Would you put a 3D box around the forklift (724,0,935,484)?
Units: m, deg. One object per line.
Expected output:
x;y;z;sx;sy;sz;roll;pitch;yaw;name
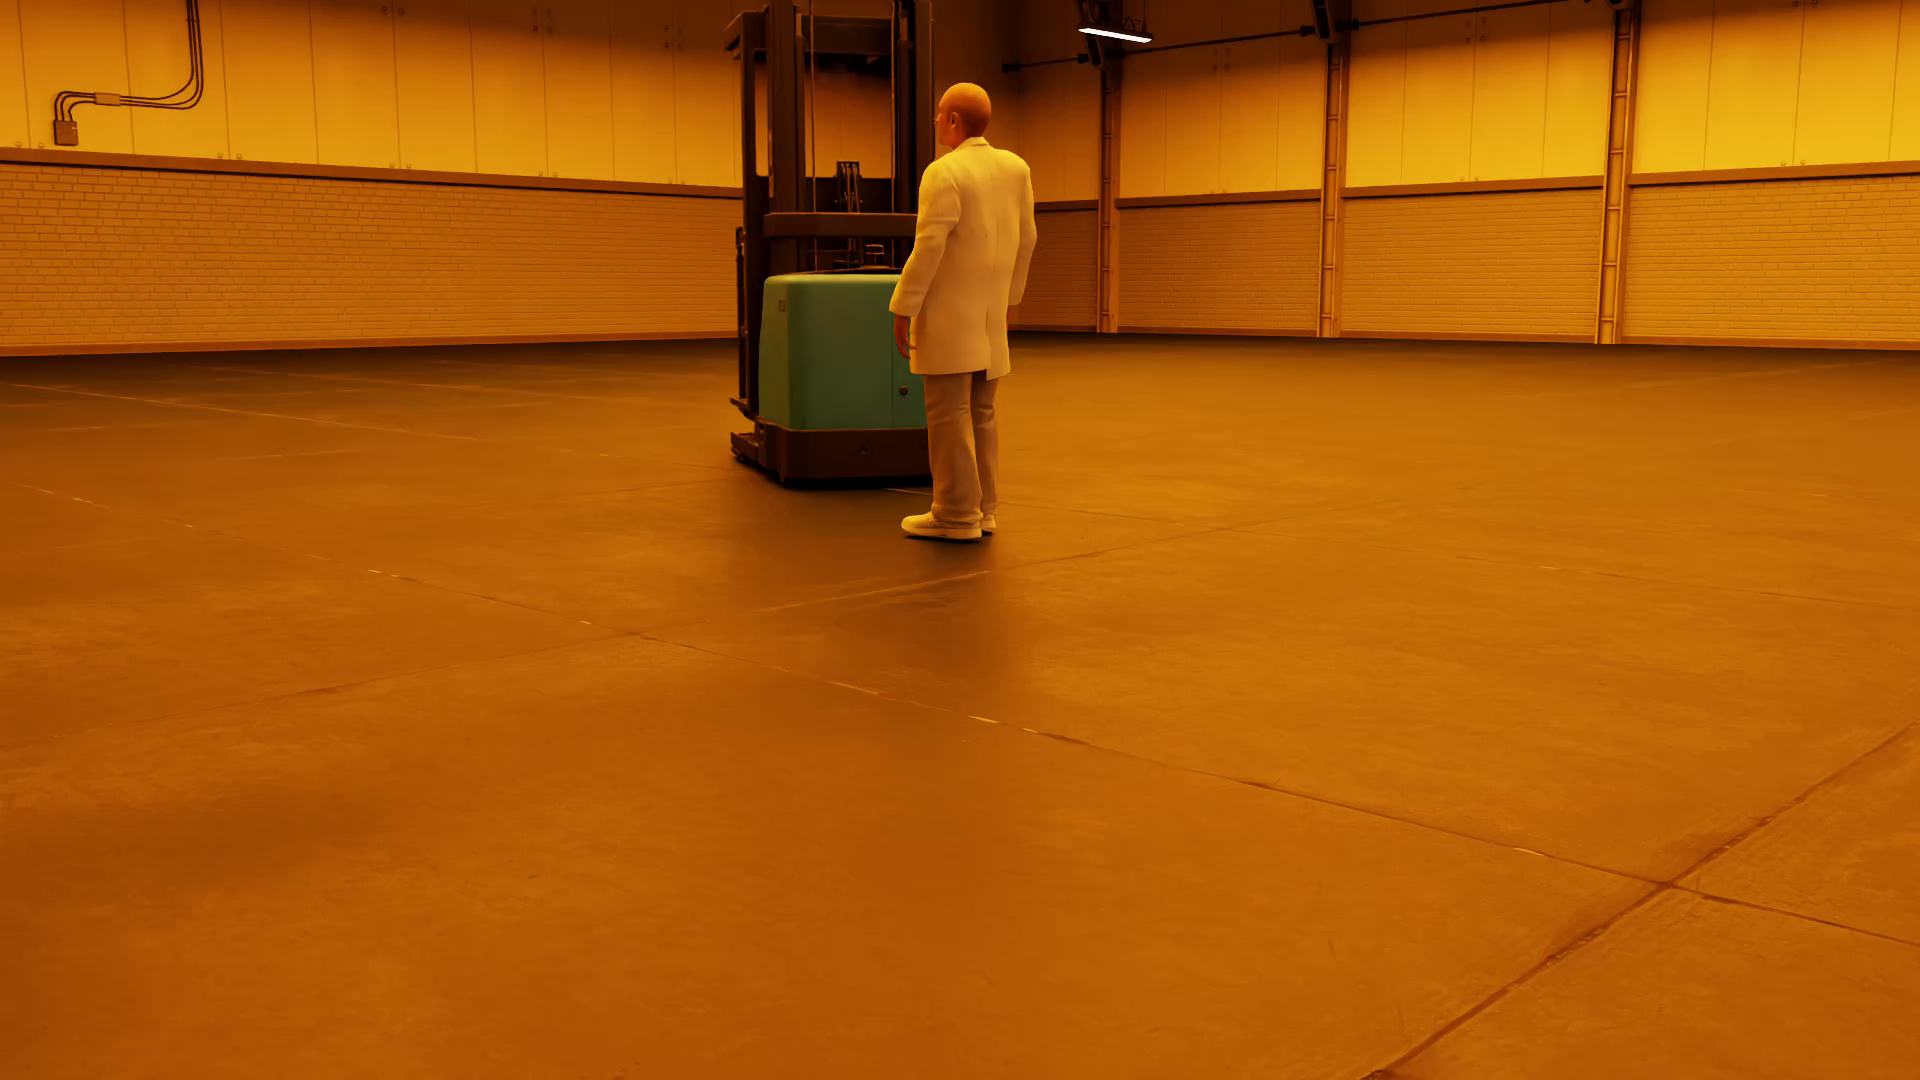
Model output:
-0.742;-1.915;9.592;1.130;2.935;3.031;-2;9;-15;forklift

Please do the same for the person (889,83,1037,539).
-0.062;-0.896;6.649;0.581;1.775;0.696;8;12;43;person
